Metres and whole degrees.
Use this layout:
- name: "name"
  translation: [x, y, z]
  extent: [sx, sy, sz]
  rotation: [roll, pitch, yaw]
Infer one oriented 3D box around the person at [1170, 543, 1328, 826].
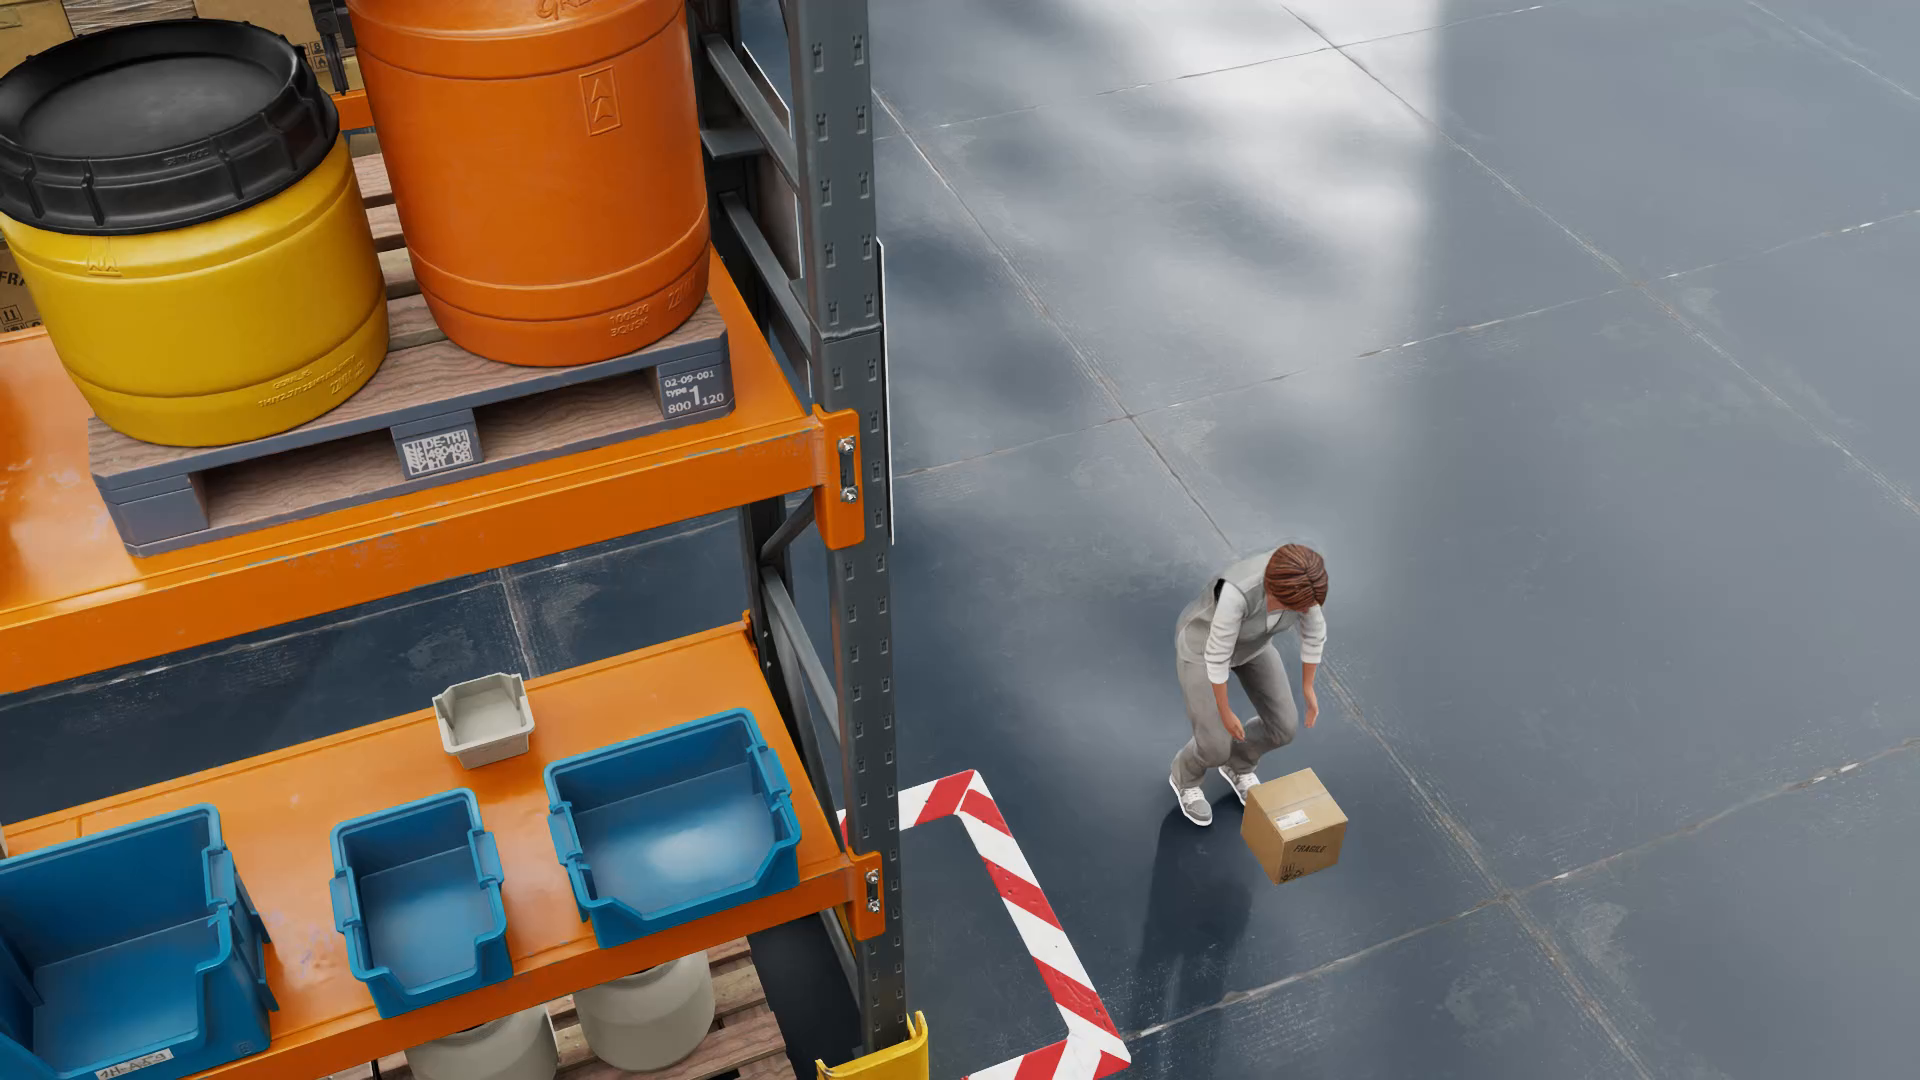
- name: "person"
  translation: [1.012, 0.457, 5.834]
  extent: [0.459, 1.381, 0.580]
  rotation: [-15, 44, -16]
